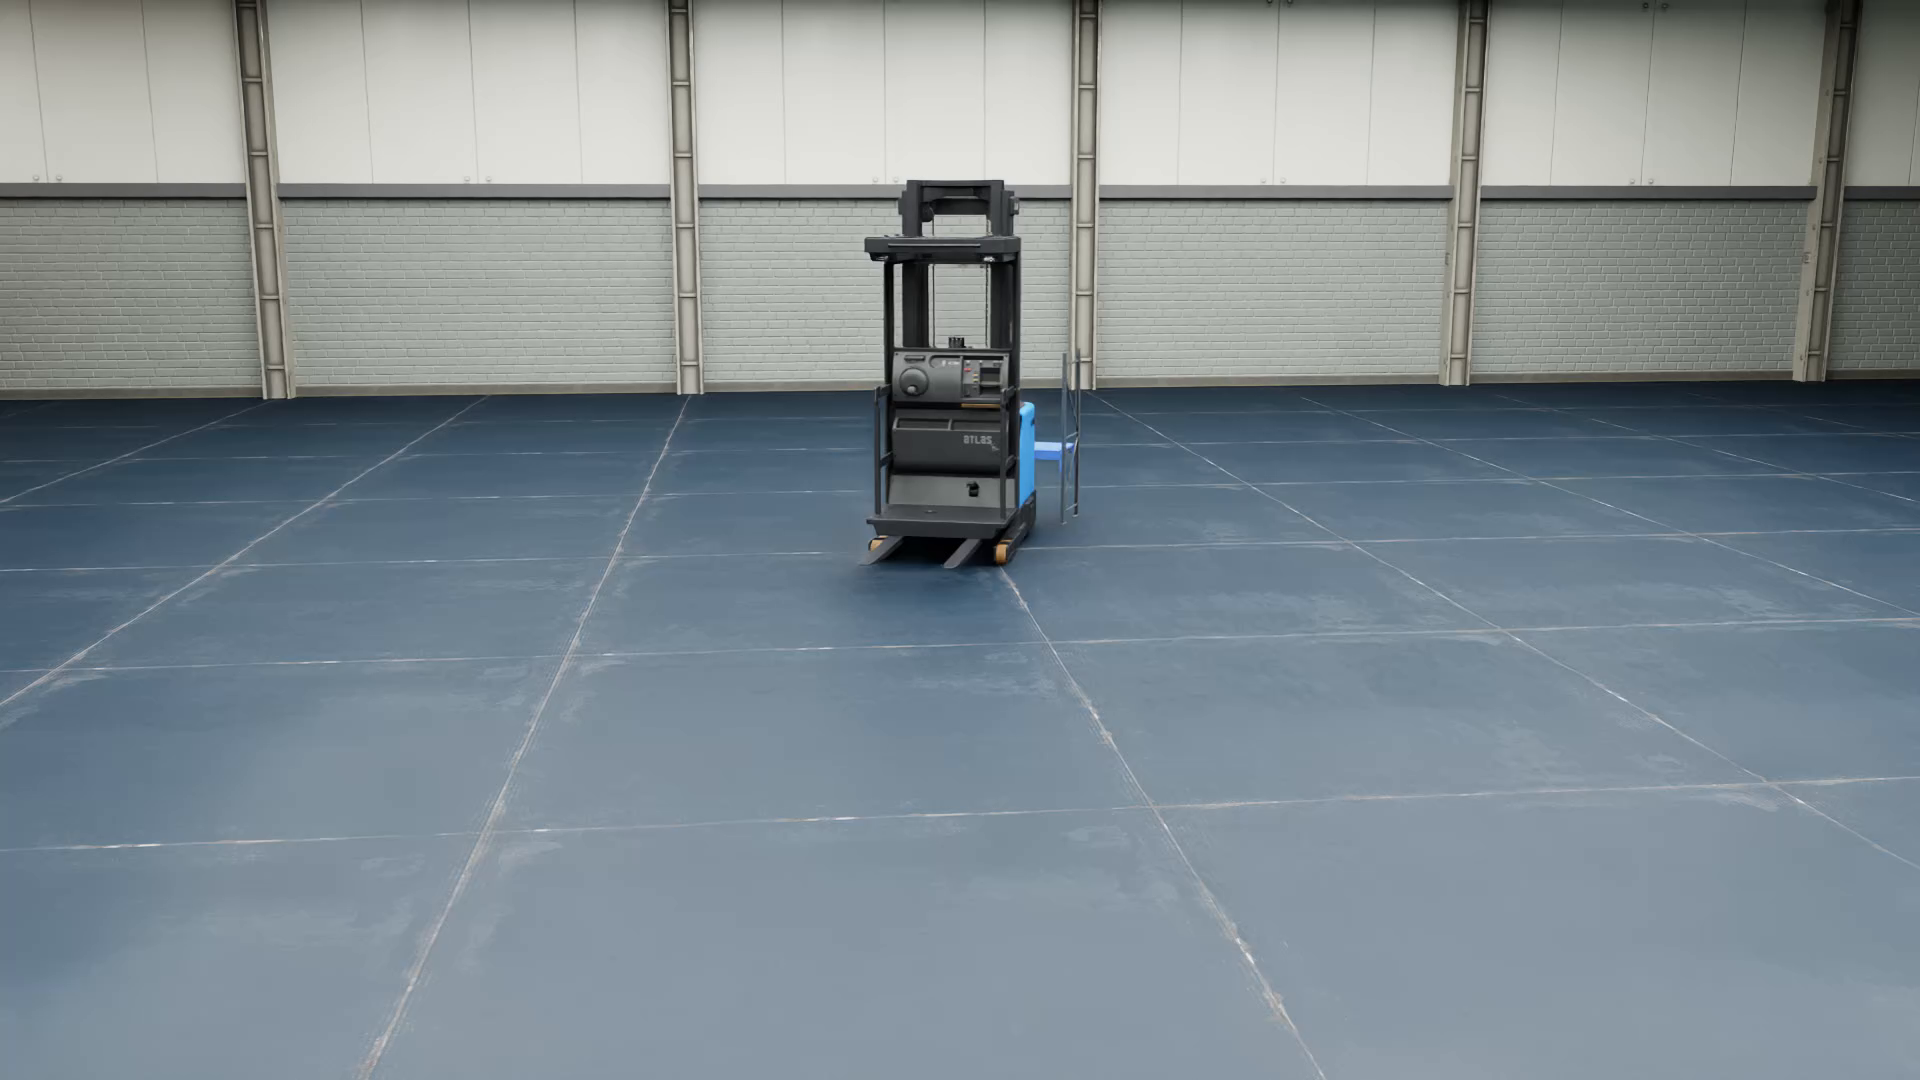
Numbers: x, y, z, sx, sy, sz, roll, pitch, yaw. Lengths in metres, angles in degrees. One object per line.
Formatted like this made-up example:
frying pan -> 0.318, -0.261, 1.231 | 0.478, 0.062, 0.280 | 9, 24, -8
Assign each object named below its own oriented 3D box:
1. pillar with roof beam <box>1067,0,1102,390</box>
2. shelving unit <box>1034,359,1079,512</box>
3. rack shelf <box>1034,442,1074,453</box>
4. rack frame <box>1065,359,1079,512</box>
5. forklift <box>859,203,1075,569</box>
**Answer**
pillar with roof beam -> 2.354, -5.940, 20.753 | 0.400, 9.000, 9.100 | -1, 11, -6
shelving unit -> 0.514, -0.946, 14.789 | 0.991, 1.308, 0.475 | 4, 12, 19
rack shelf -> 0.495, -0.818, 14.819 | 0.952, 0.062, 0.459 | 4, 12, 19
rack frame -> 0.976, -0.915, 14.632 | 0.013, 1.308, 0.475 | 4, 12, 19
forklift -> -6.770, -0.848, 8.855 | 13.291, 3.598, 14.776 | 2, 11, 10
